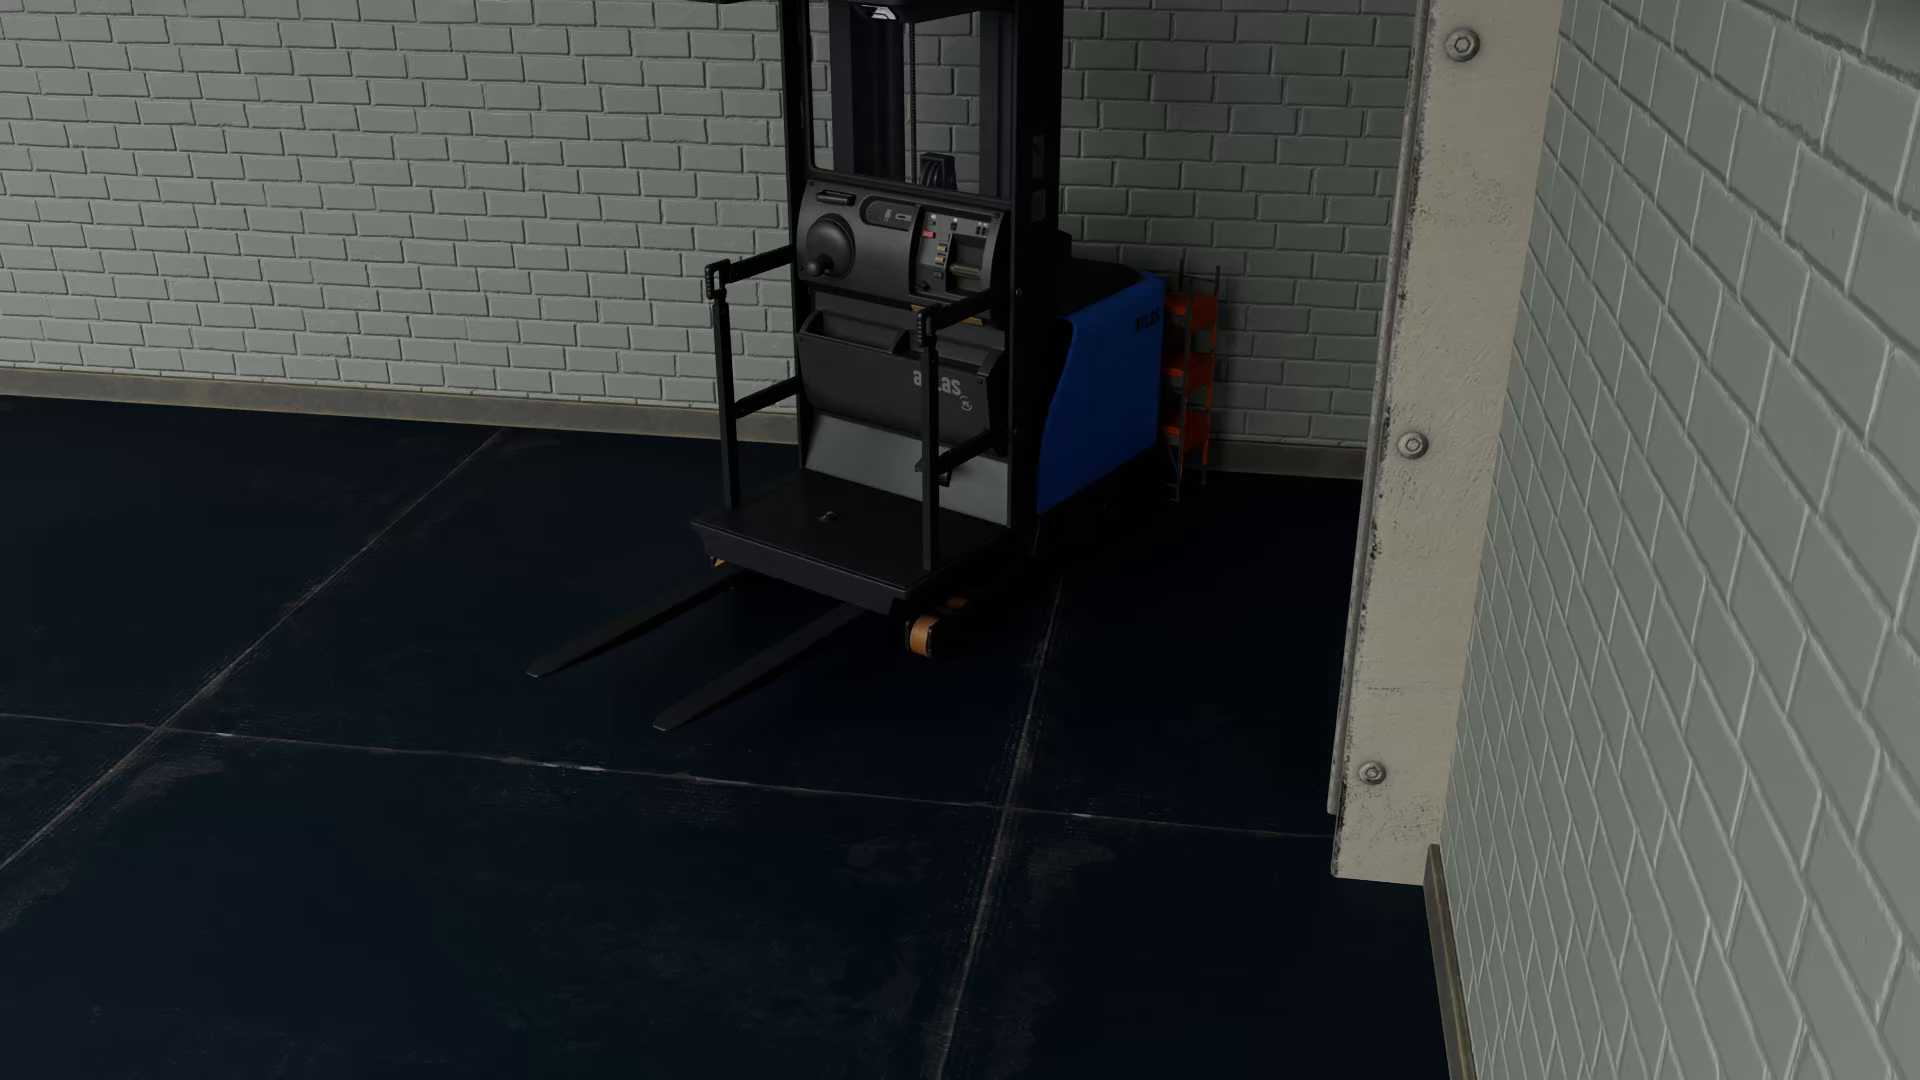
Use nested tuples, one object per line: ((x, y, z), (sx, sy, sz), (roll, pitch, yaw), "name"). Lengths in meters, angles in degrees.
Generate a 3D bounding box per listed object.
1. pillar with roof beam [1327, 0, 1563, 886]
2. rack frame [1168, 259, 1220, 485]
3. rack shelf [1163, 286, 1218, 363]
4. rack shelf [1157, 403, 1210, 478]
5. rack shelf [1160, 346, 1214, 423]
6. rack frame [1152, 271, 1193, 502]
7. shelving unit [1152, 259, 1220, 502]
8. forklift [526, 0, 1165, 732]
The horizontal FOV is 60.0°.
((-2.931, -3.422, 3.946), (9.100, 9.000, 0.400), (4, 25, 9), "pillar with roof beam")
((1.070, -0.760, 7.635), (0.200, 1.050, 0.008), (18, 30, 33), "rack frame")
((0.997, -0.966, 7.430), (0.215, 0.259, 0.240), (18, 30, 33), "rack shelf")
((0.997, -0.457, 7.669), (0.215, 0.259, 0.240), (18, 30, 33), "rack shelf")
((0.997, -0.709, 7.551), (0.215, 0.259, 0.240), (18, 30, 33), "rack shelf")
((0.924, -0.677, 7.458), (0.200, 1.050, 0.008), (18, 30, 33), "rack frame")
((0.997, -0.718, 7.546), (0.215, 1.050, 0.252), (18, 30, 33), "shelving unit")
((-0.359, -1.112, 6.168), (1.130, 2.935, 3.031), (17, 30, 31), "forklift")
